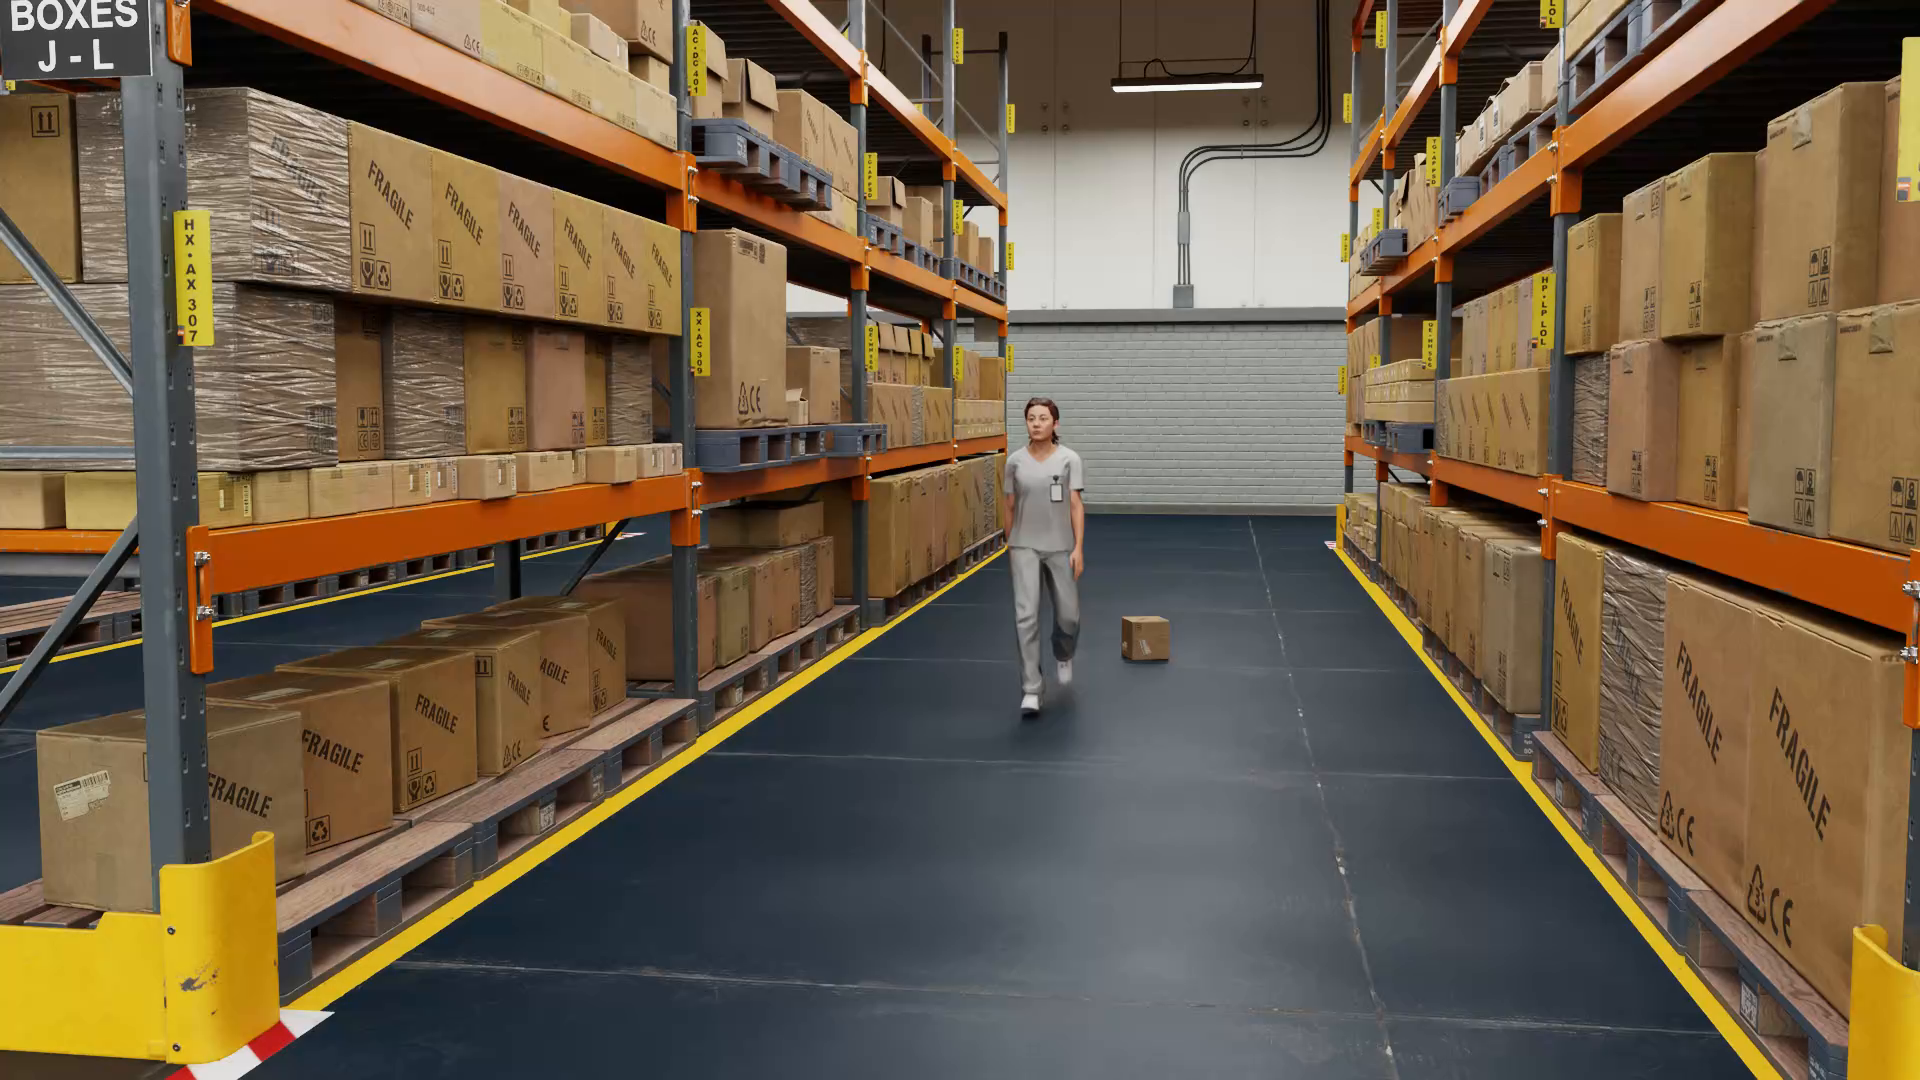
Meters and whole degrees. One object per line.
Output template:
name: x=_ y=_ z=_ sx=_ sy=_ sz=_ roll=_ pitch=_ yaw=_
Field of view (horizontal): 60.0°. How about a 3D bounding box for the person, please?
person: x=0.447 y=0.065 z=8.939 sx=0.446 sy=1.626 sz=0.742 roll=0 pitch=5 yaw=6
